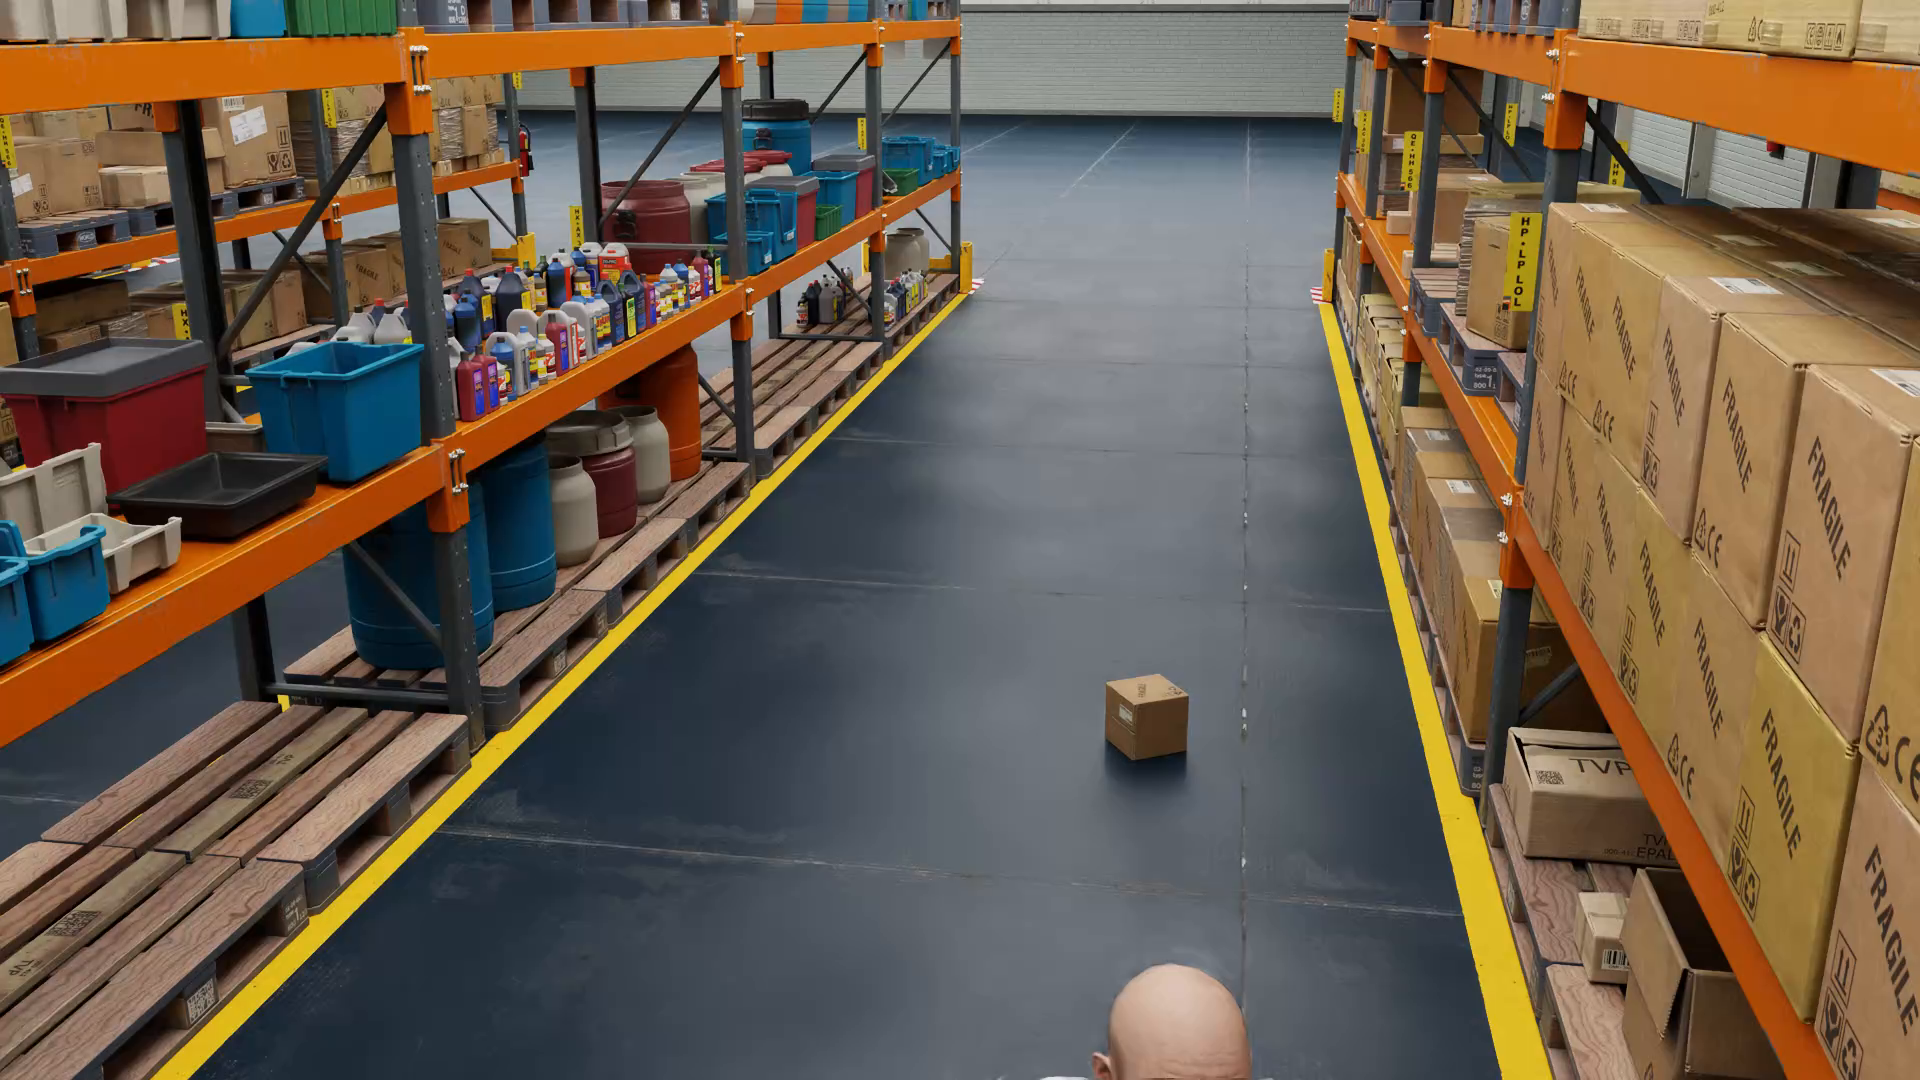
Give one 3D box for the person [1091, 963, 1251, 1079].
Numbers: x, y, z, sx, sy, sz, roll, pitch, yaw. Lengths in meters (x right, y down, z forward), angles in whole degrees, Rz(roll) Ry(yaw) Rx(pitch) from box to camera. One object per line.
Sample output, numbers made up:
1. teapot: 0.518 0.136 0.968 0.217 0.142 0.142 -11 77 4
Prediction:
1. person: 0.243 1.398 2.149 0.611 1.760 0.942 0 18 0
